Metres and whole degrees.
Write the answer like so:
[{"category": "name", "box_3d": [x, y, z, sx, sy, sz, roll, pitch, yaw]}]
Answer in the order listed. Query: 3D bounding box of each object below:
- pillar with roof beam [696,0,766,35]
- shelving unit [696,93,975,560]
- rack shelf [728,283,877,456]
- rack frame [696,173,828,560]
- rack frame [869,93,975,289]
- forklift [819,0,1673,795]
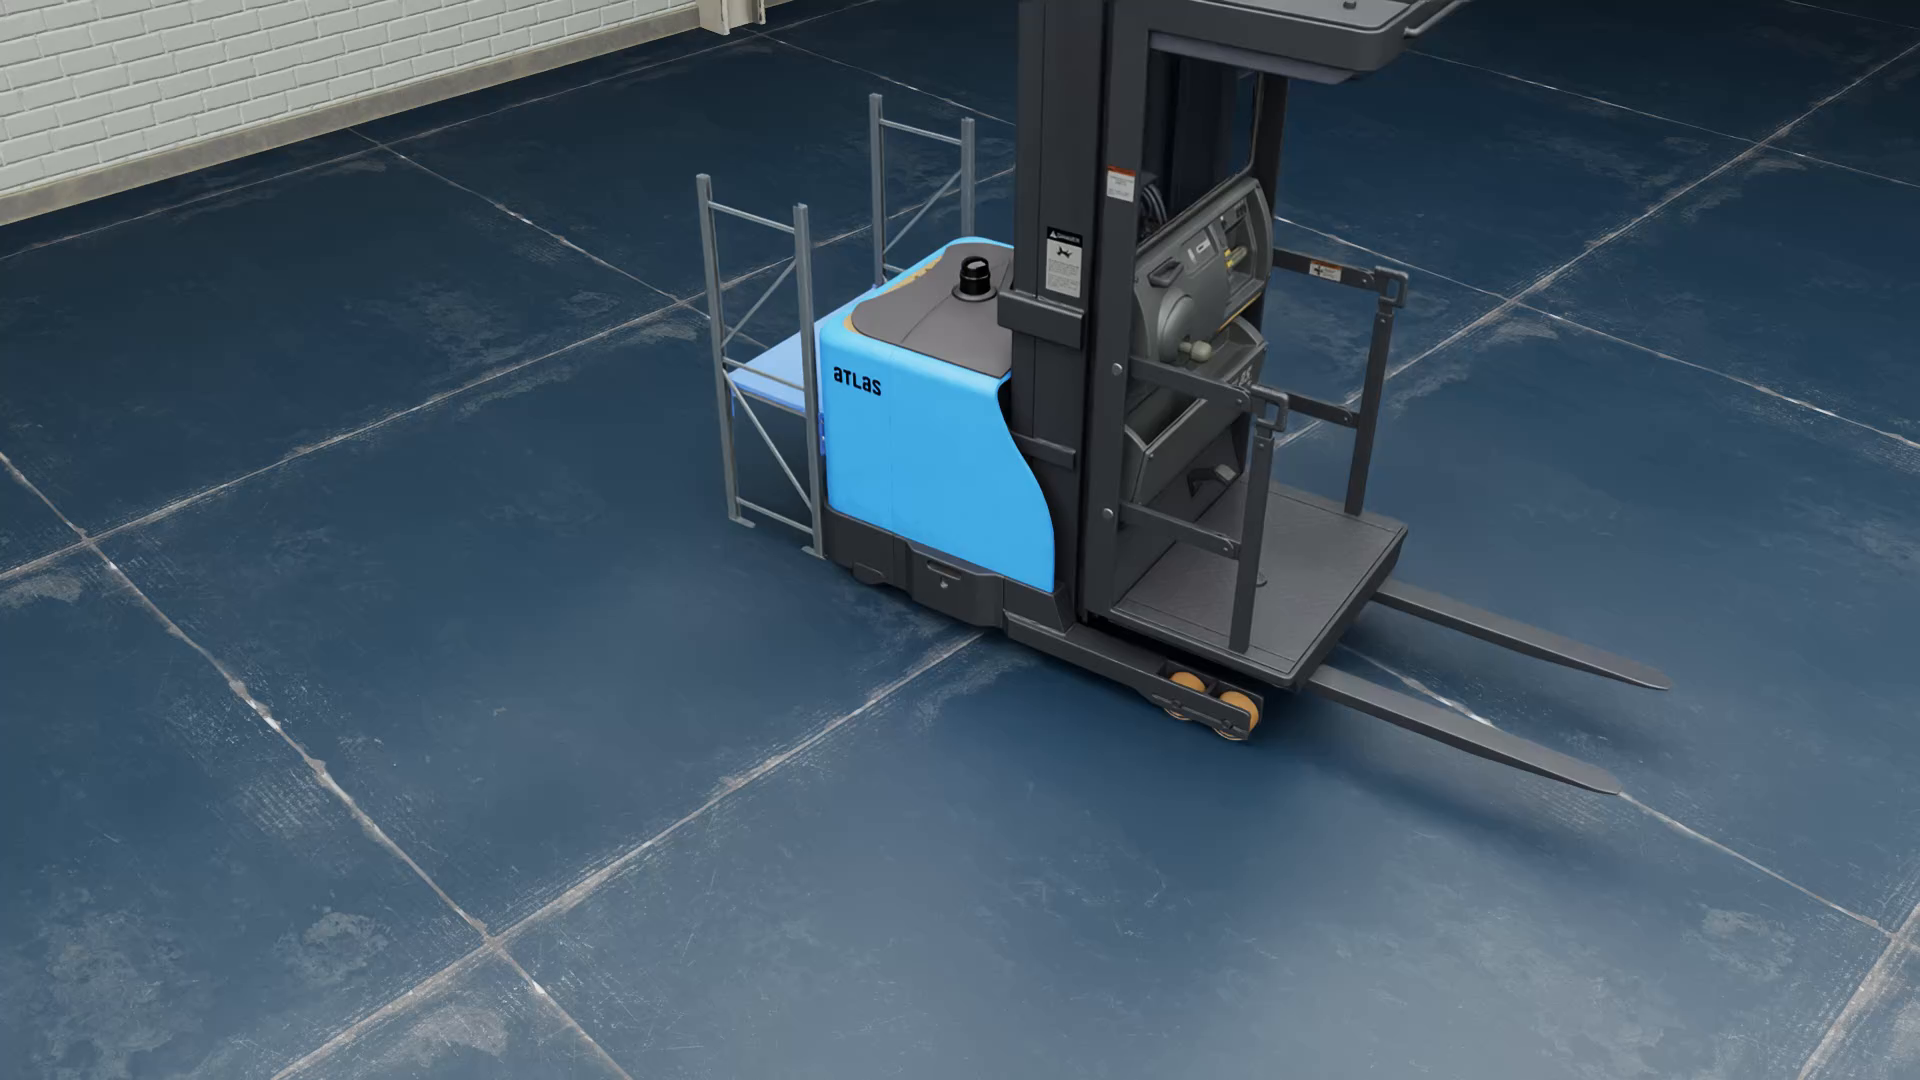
[{"category": "pillar with roof beam", "box_3d": [1.389, -5.725, 7.093, 9.100, 9.000, 0.400, 30, 45, 35]}, {"category": "shelving unit", "box_3d": [-0.448, -0.863, 6.676, 0.538, 1.500, 1.048, 22, 41, 28]}, {"category": "rack shelf", "box_3d": [-0.448, -0.716, 6.779, 0.538, 0.185, 1.000, 22, 41, 28]}, {"category": "rack frame", "box_3d": [-0.743, -0.626, 6.337, 0.500, 1.500, 0.032, 22, 41, 28]}, {"category": "rack frame", "box_3d": [-0.154, -1.100, 7.016, 0.500, 1.500, 0.032, 22, 41, 28]}, {"category": "forklift", "box_3d": [0.986, -0.857, 5.417, 3.031, 2.935, 1.130, 21, 40, 27]}]
